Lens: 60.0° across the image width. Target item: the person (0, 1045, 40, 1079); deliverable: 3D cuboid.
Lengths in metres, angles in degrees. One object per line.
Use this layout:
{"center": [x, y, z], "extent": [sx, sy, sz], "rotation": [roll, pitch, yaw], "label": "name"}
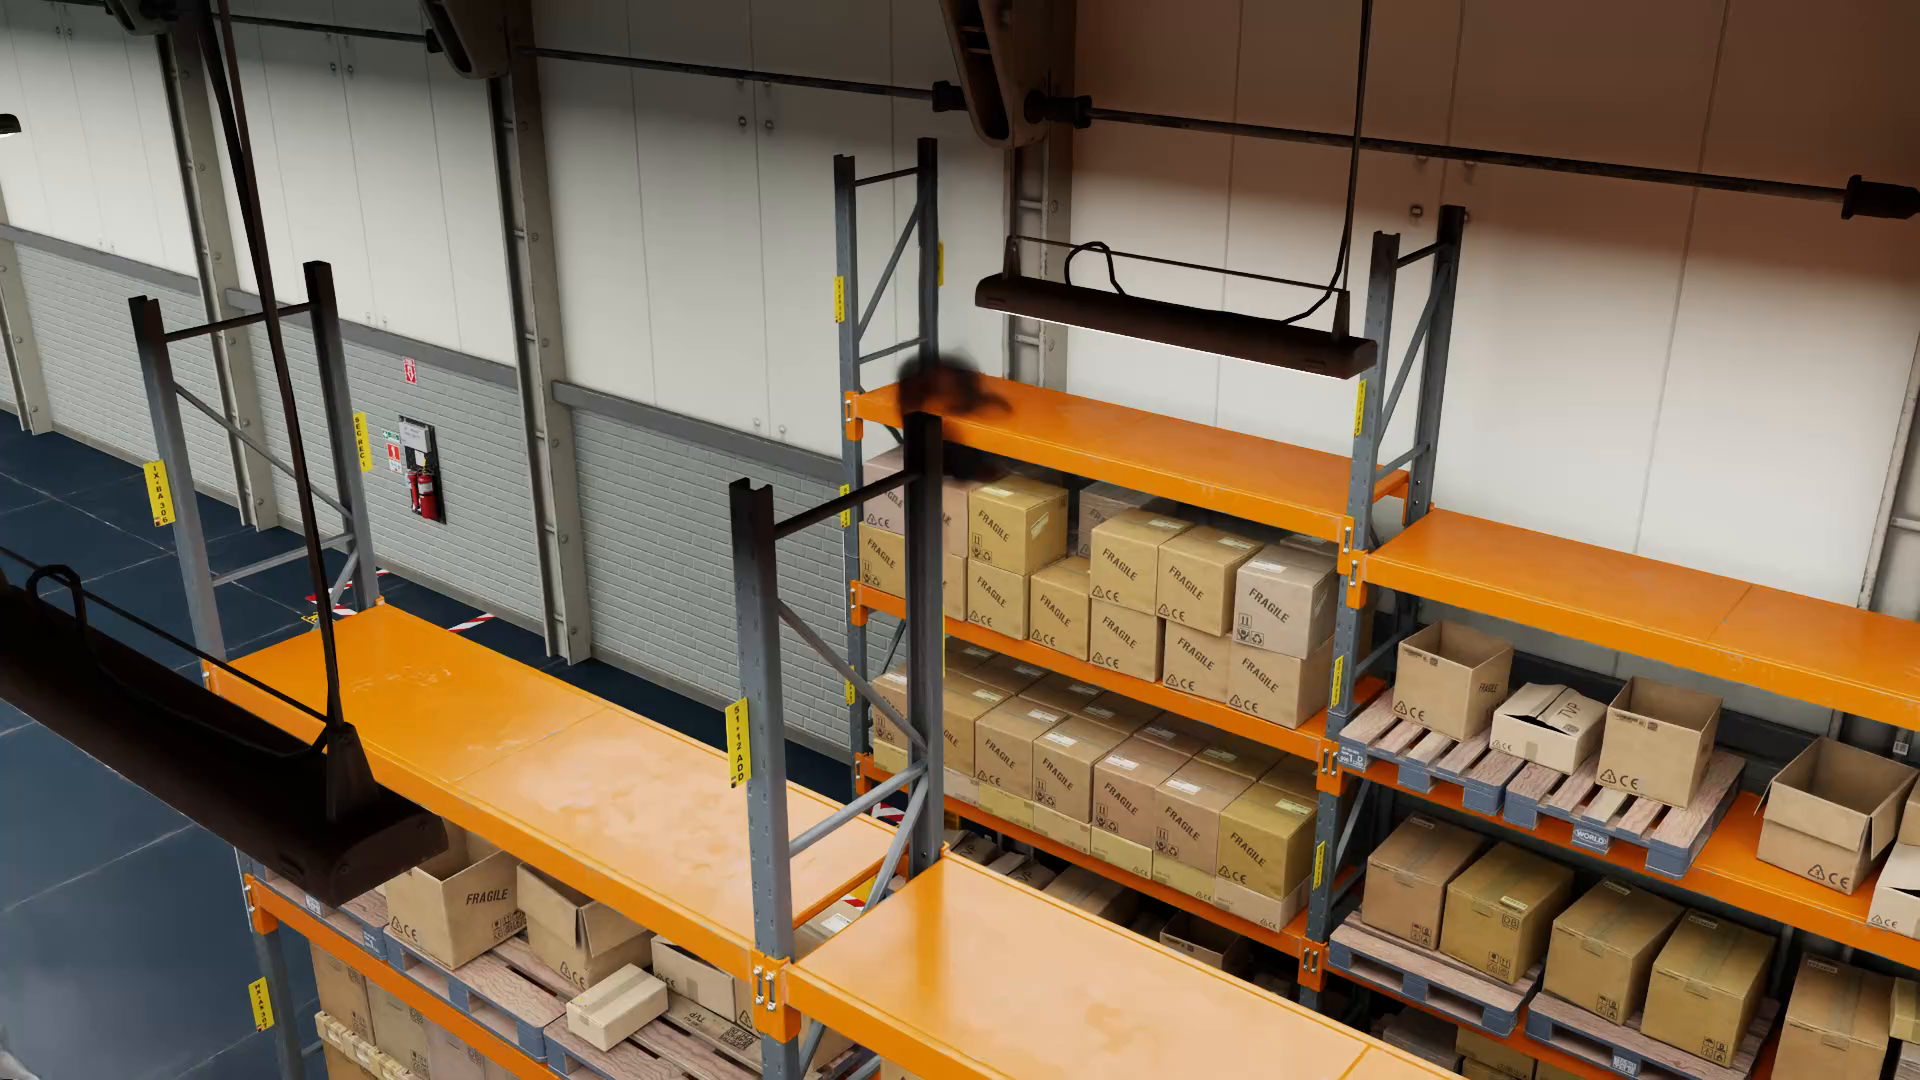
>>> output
{"center": [-6.513, 3.168, 10.883], "extent": [0.792, 1.651, 0.590], "rotation": [-10, 25, -22], "label": "person"}
